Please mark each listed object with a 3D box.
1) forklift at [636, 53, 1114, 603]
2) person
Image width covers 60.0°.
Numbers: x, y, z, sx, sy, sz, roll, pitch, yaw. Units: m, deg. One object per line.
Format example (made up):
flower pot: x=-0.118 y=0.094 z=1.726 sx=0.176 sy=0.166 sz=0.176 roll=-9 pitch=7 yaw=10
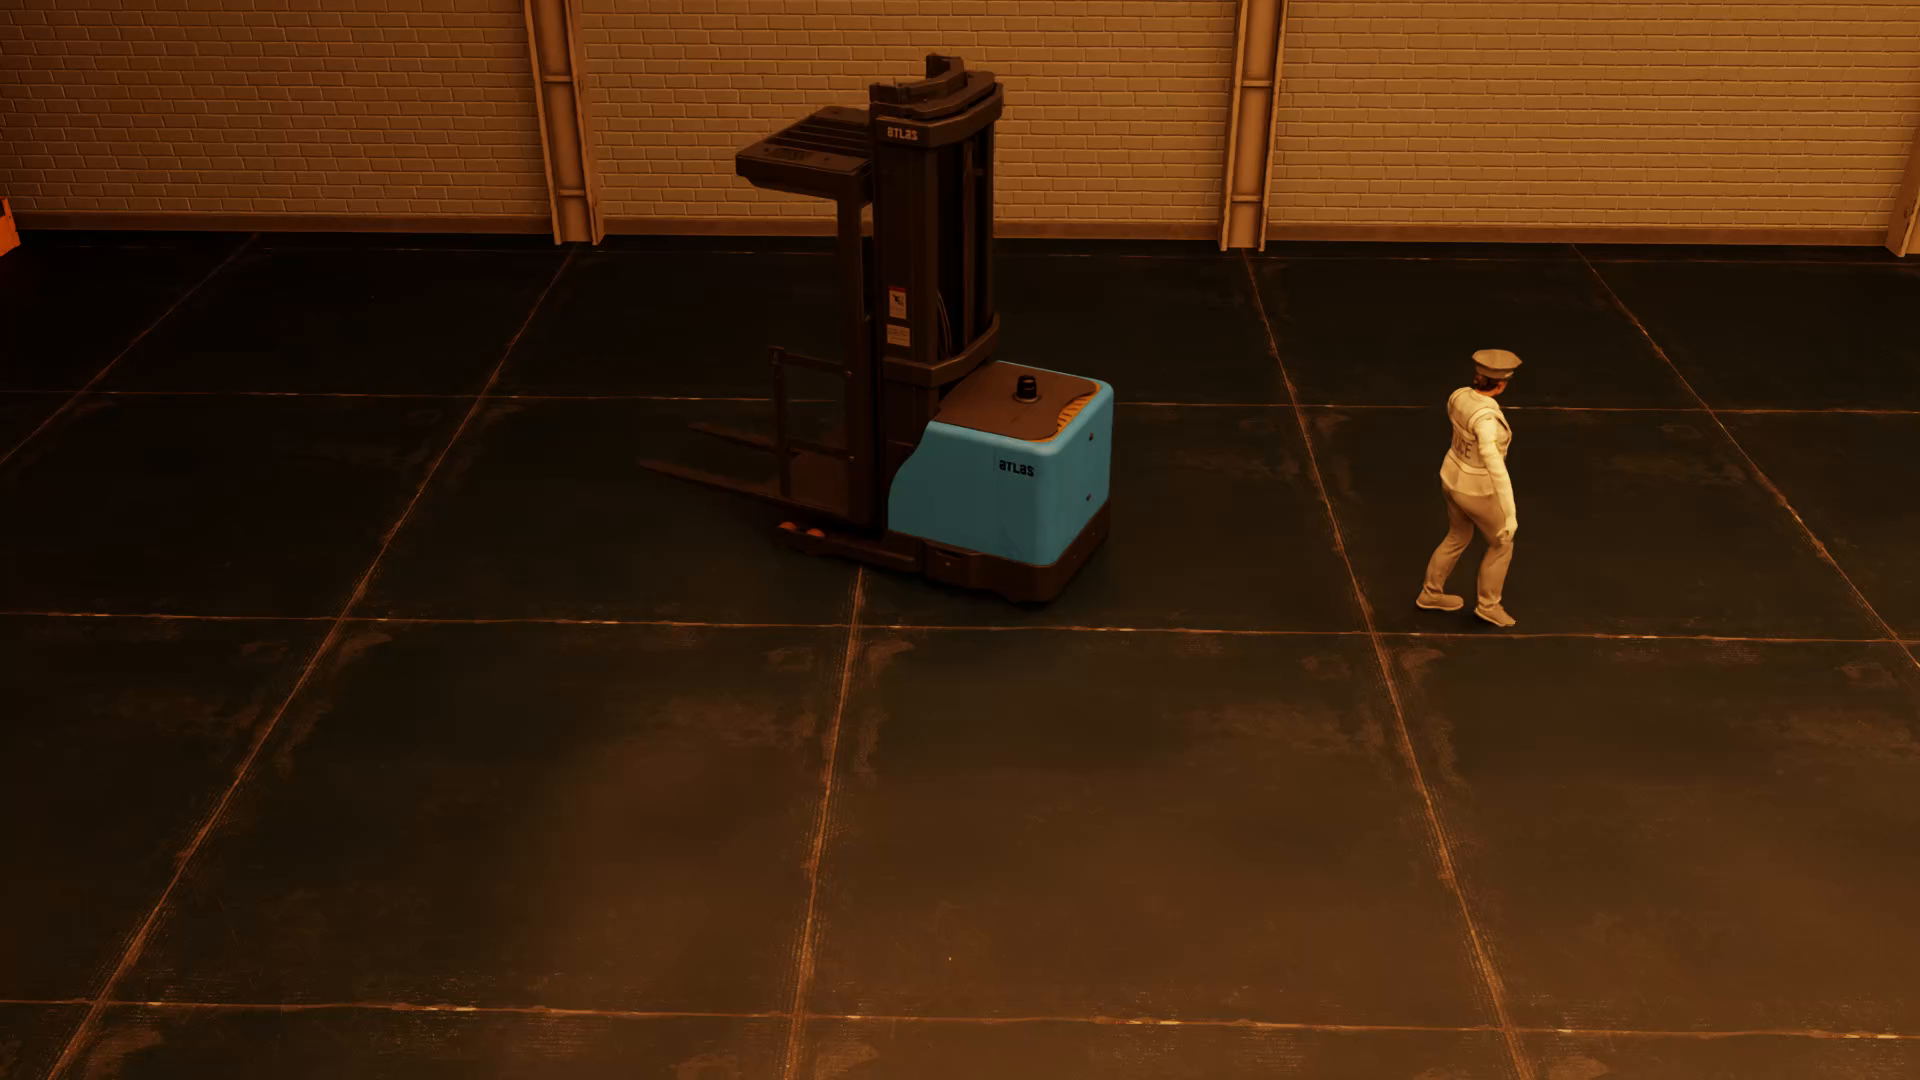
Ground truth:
forklift: x=-0.618 y=-1.391 z=9.974 sx=3.031 sy=2.935 sz=1.130 roll=14 pitch=33 yaw=22
person: x=2.973 y=-0.267 z=9.393 sx=0.546 sy=1.696 sz=0.900 roll=-4 pitch=31 yaw=-7
